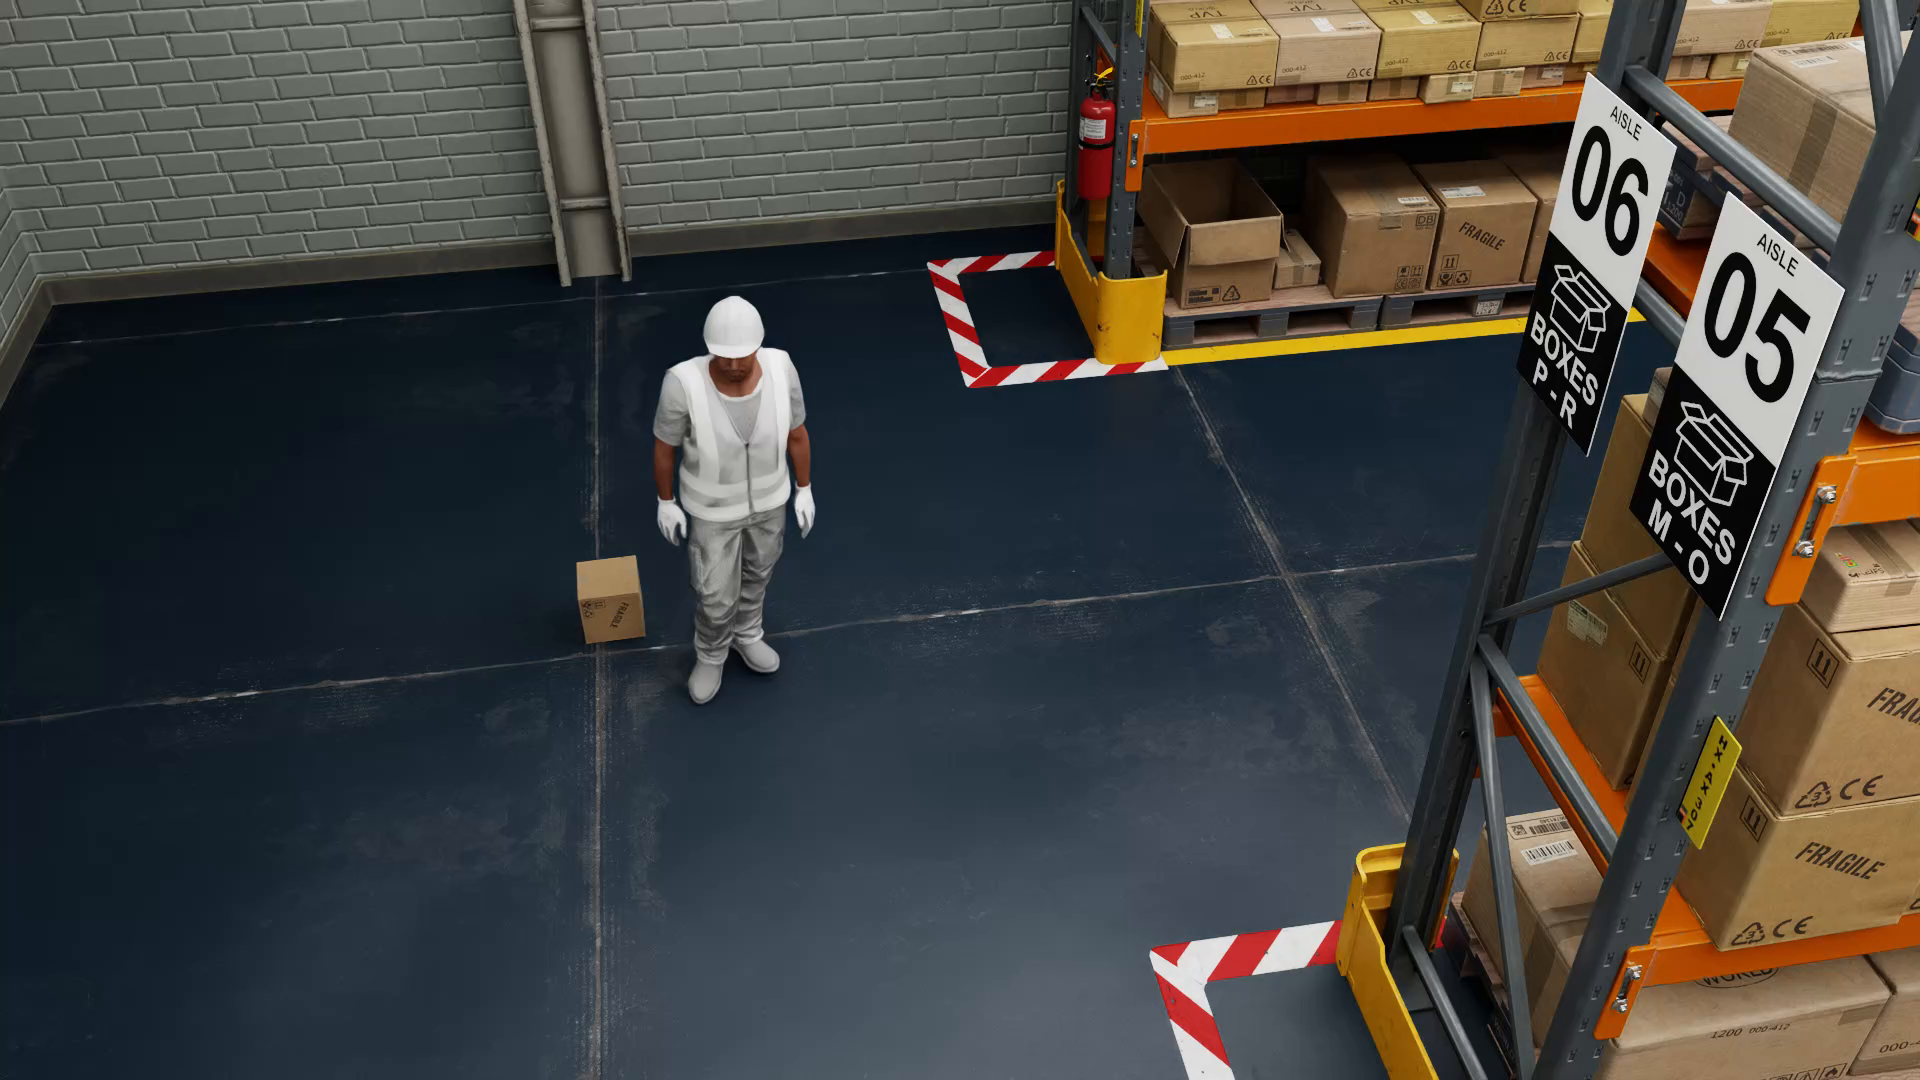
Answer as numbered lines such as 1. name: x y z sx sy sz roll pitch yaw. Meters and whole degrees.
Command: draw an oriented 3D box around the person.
1. person: -0.847 -0.157 6.297 0.592 1.771 0.462 -20 42 -23
